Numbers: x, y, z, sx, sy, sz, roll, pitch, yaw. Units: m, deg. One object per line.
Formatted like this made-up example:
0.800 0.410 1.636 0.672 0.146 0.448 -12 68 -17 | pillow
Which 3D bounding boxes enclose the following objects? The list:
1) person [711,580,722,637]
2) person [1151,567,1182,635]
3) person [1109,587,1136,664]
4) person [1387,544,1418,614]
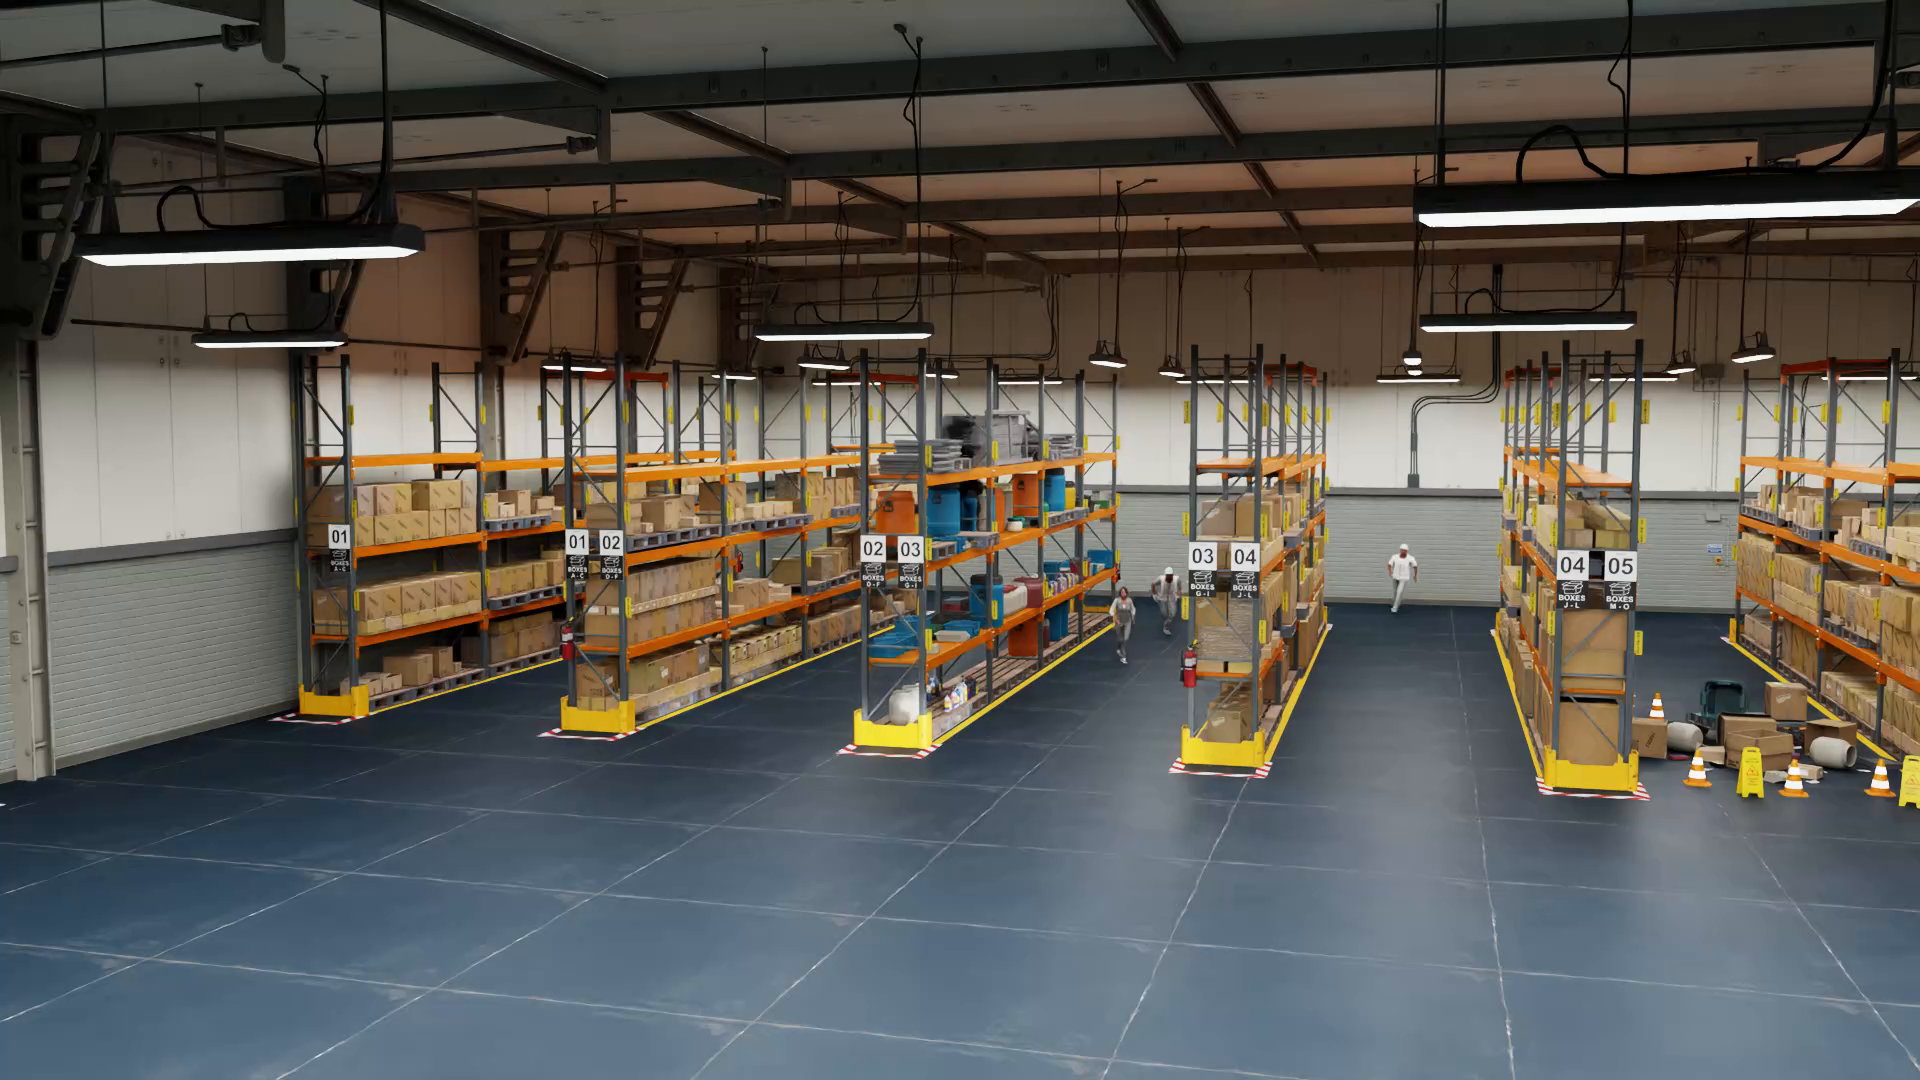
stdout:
-5.359 1.457 36.231 0.682 1.672 0.766 0 4 3 | person
4.705 1.378 37.975 0.701 1.580 0.964 0 4 0 | person
3.292 1.705 33.781 0.545 1.552 0.692 0 4 -1 | person
11.052 0.969 41.665 0.739 1.744 0.992 3 5 32 | person
